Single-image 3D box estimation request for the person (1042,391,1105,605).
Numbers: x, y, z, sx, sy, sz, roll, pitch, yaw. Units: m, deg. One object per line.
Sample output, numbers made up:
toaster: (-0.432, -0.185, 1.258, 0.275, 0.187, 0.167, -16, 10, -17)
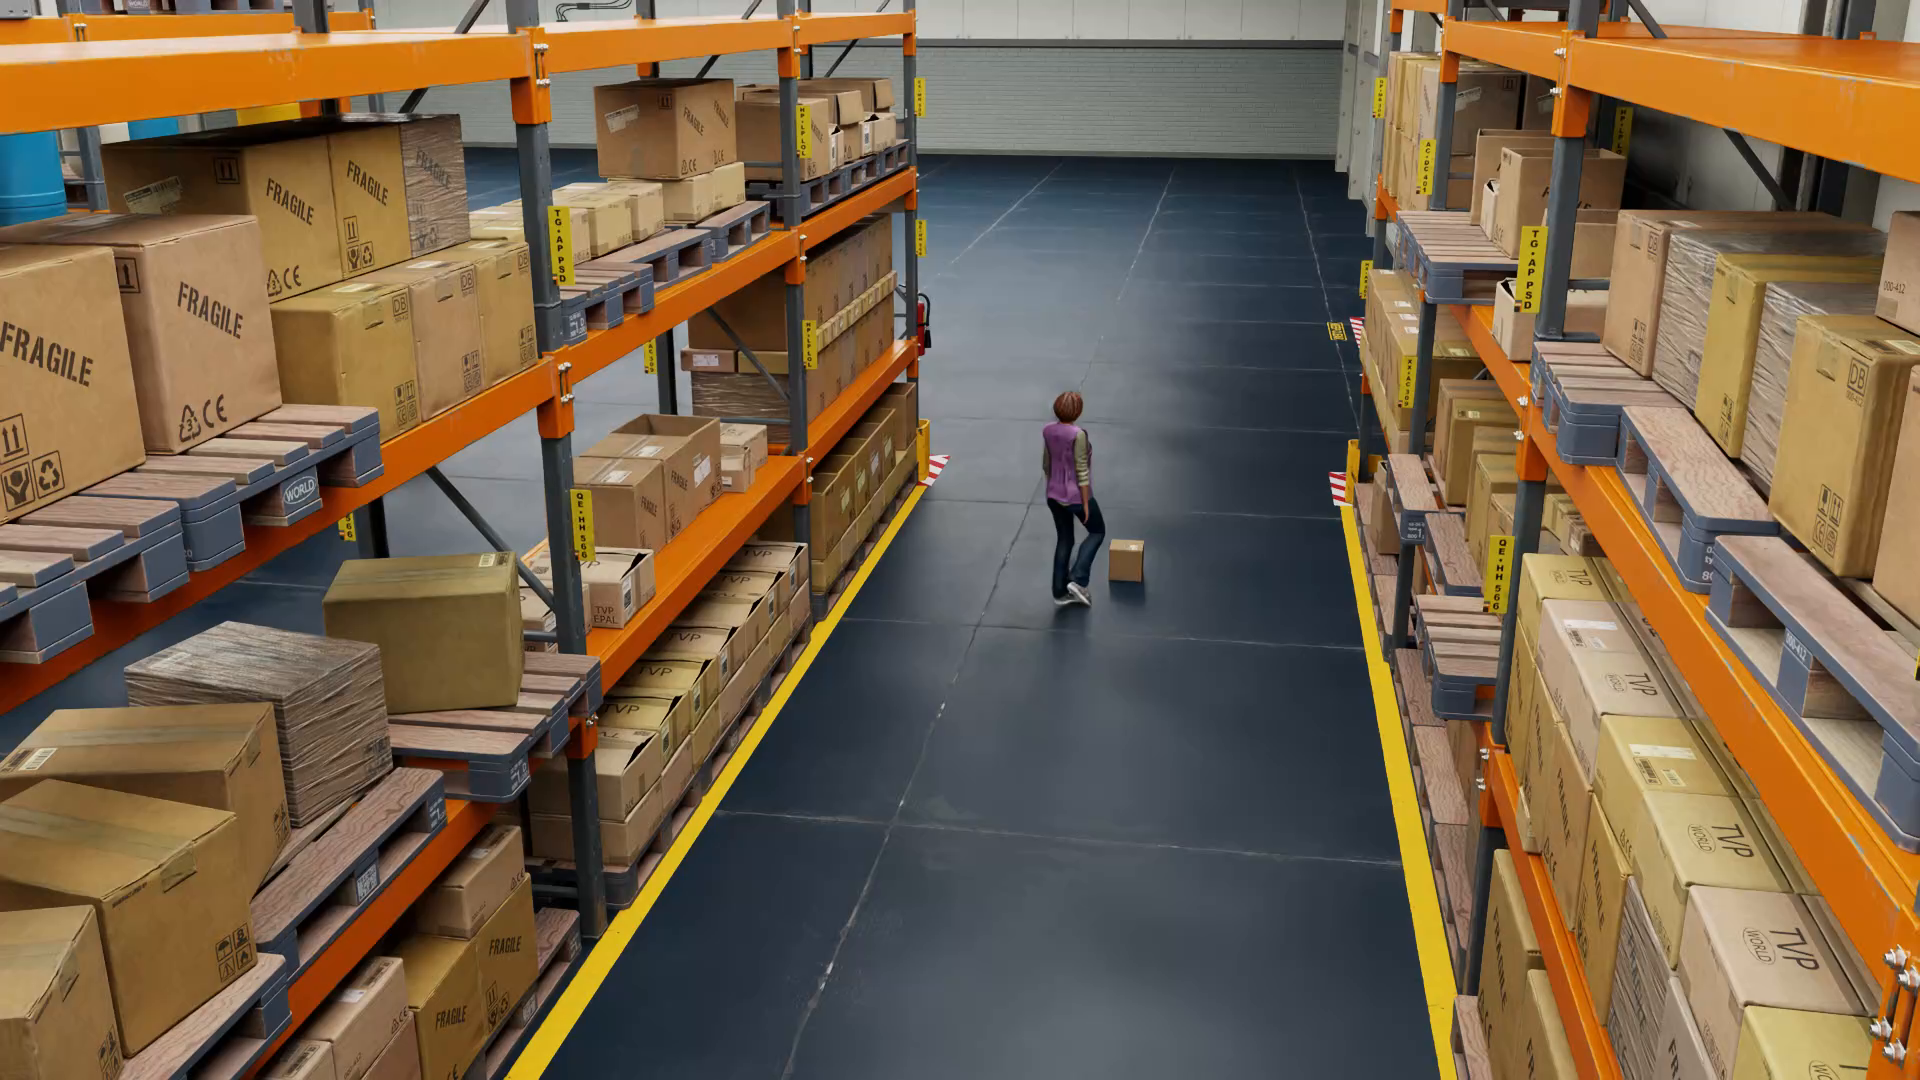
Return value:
person: (0.815, -0.302, 11.961, 0.466, 1.610, 0.412, 15, 24, 39)
